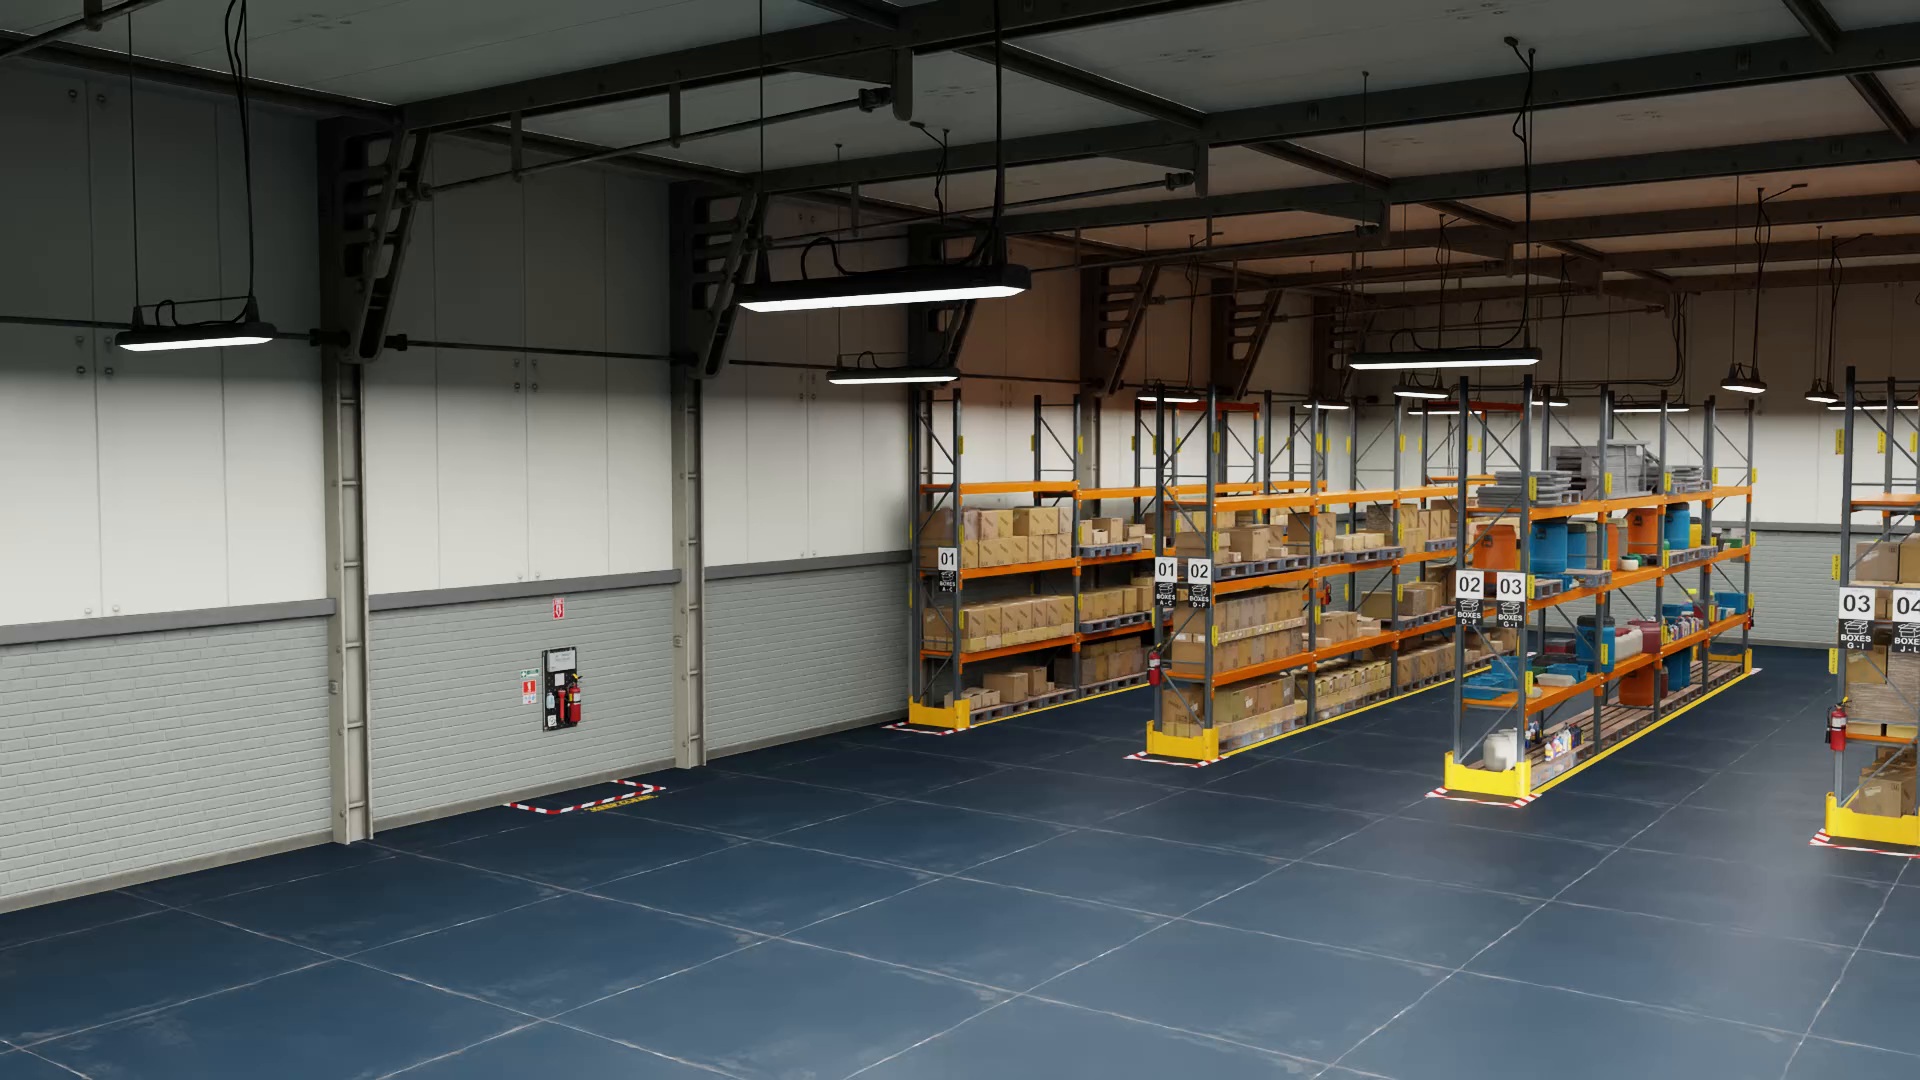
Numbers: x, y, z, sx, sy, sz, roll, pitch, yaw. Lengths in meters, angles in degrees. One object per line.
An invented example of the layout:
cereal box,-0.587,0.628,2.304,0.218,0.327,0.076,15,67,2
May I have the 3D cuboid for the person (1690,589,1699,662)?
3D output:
person,16.989,1.952,38.228,0.724,1.749,0.639,3,4,38
